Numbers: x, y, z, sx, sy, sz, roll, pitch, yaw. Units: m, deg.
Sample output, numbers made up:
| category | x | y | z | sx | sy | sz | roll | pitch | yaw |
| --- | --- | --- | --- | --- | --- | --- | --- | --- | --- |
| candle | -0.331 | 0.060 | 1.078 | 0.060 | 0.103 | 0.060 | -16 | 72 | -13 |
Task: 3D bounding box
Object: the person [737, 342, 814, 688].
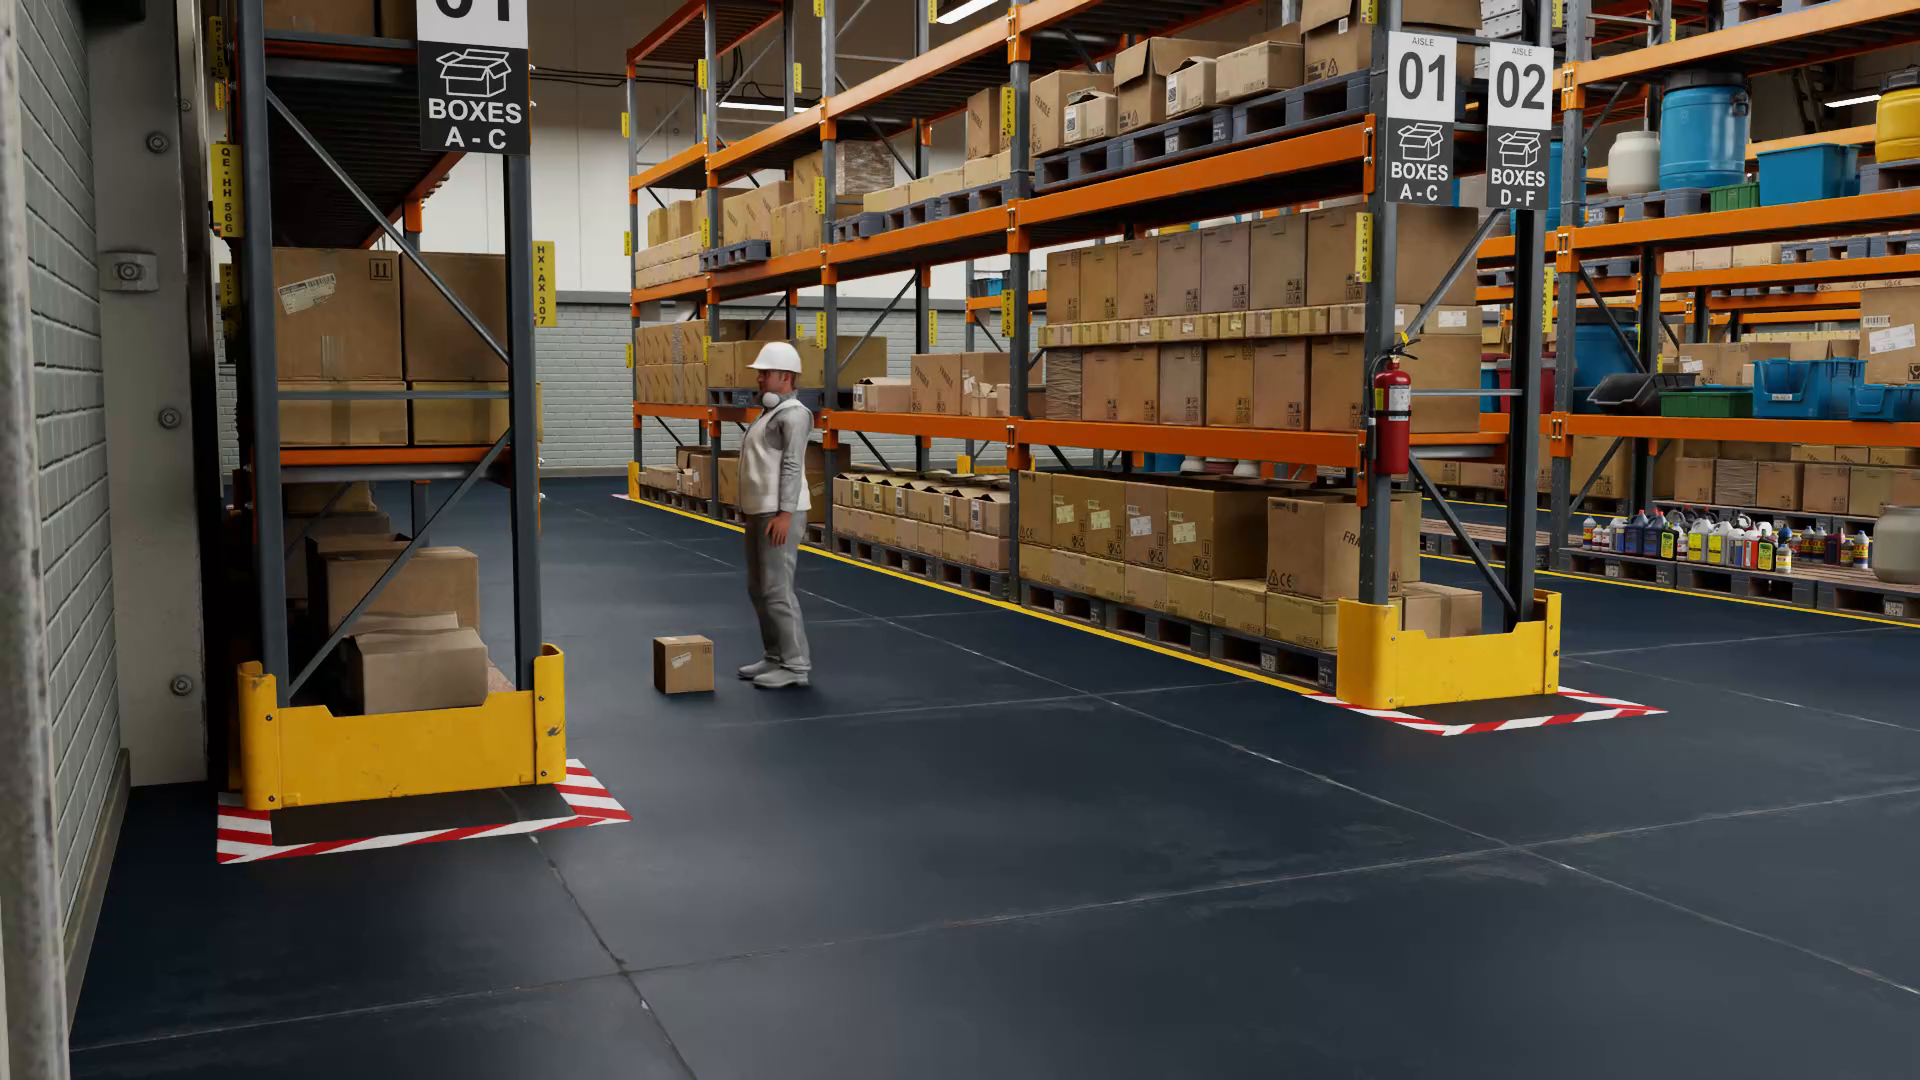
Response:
| category | x | y | z | sx | sy | sz | roll | pitch | yaw |
| --- | --- | --- | --- | --- | --- | --- | --- | --- | --- |
| person | -0.962 | -0.138 | 8.616 | 0.360 | 1.767 | 0.531 | -2 | 6 | -22 |
